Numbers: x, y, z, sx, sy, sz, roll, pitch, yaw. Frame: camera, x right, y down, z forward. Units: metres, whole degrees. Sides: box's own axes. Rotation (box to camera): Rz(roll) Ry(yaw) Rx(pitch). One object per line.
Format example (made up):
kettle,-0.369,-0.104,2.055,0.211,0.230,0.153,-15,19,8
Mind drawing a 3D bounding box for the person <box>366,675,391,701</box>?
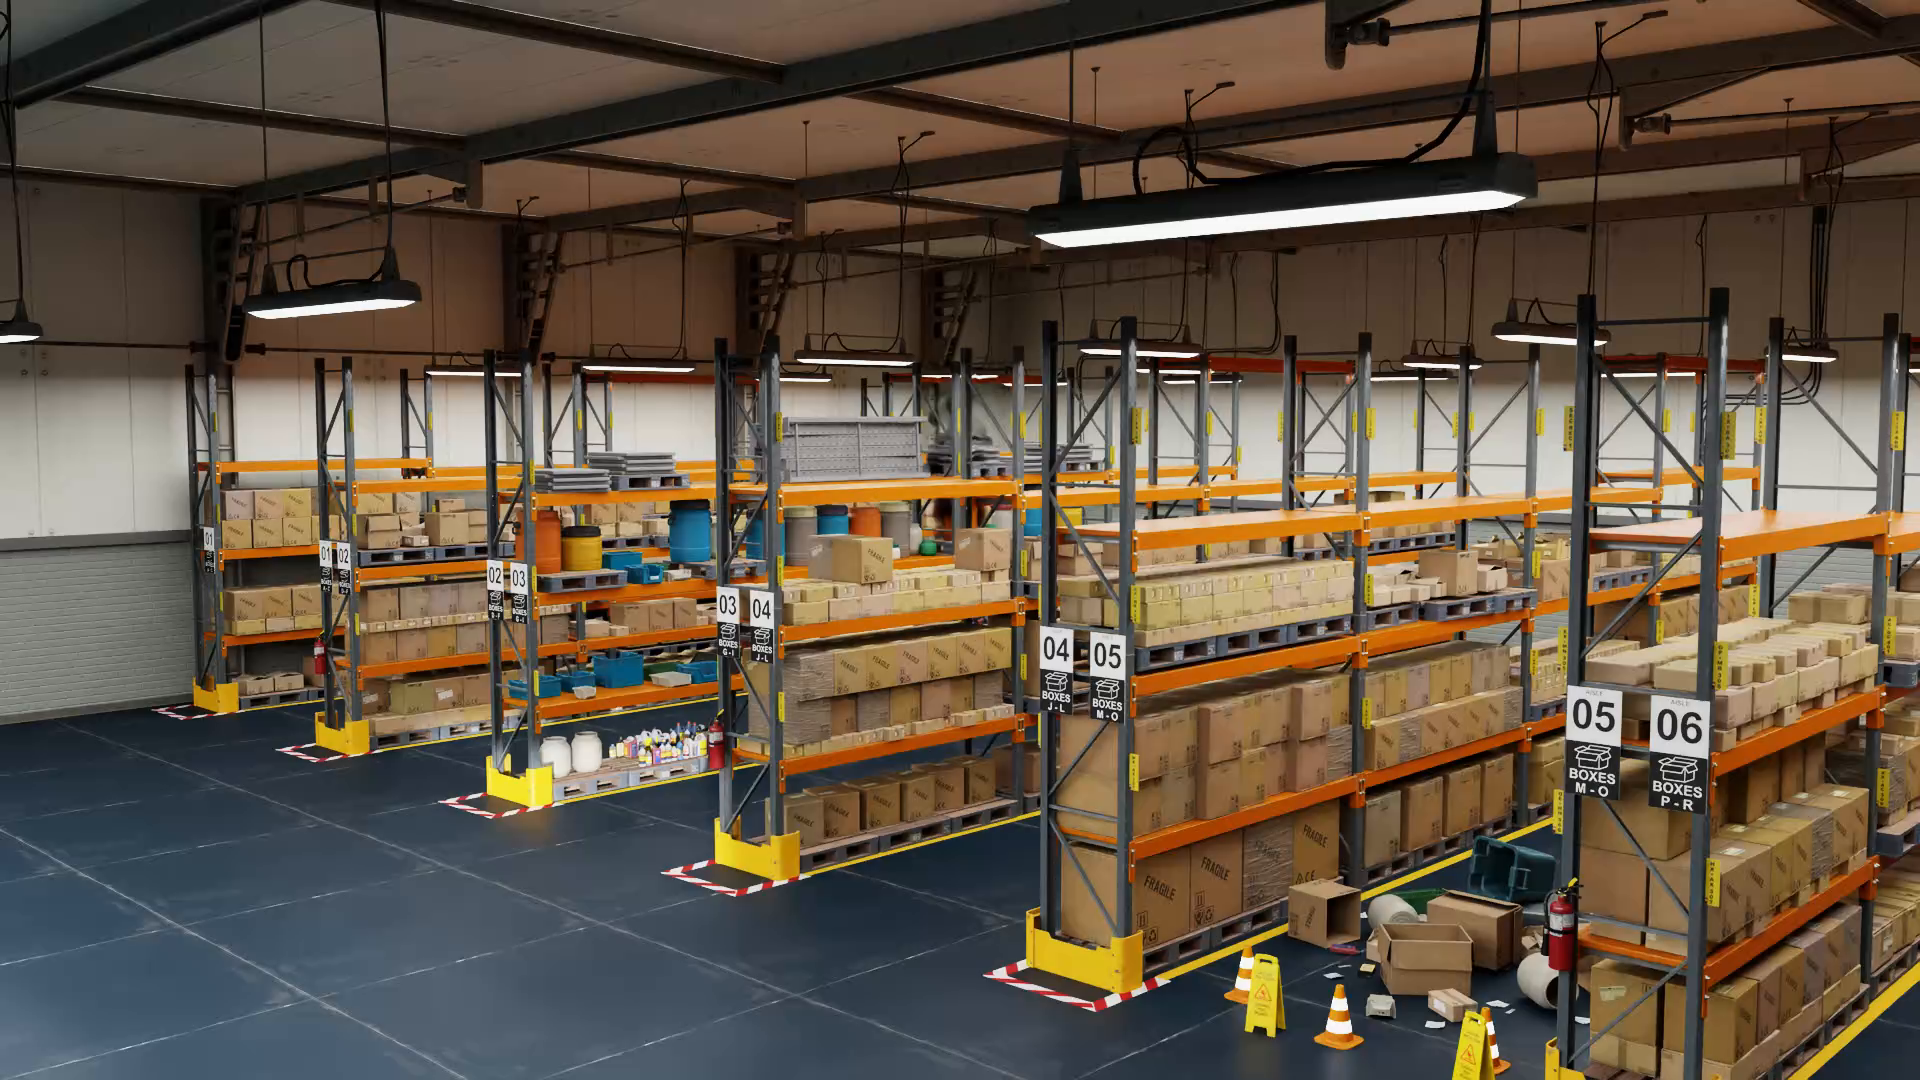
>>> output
person,-9.740,2.257,27.883,0.536,1.565,0.651,2,5,23
